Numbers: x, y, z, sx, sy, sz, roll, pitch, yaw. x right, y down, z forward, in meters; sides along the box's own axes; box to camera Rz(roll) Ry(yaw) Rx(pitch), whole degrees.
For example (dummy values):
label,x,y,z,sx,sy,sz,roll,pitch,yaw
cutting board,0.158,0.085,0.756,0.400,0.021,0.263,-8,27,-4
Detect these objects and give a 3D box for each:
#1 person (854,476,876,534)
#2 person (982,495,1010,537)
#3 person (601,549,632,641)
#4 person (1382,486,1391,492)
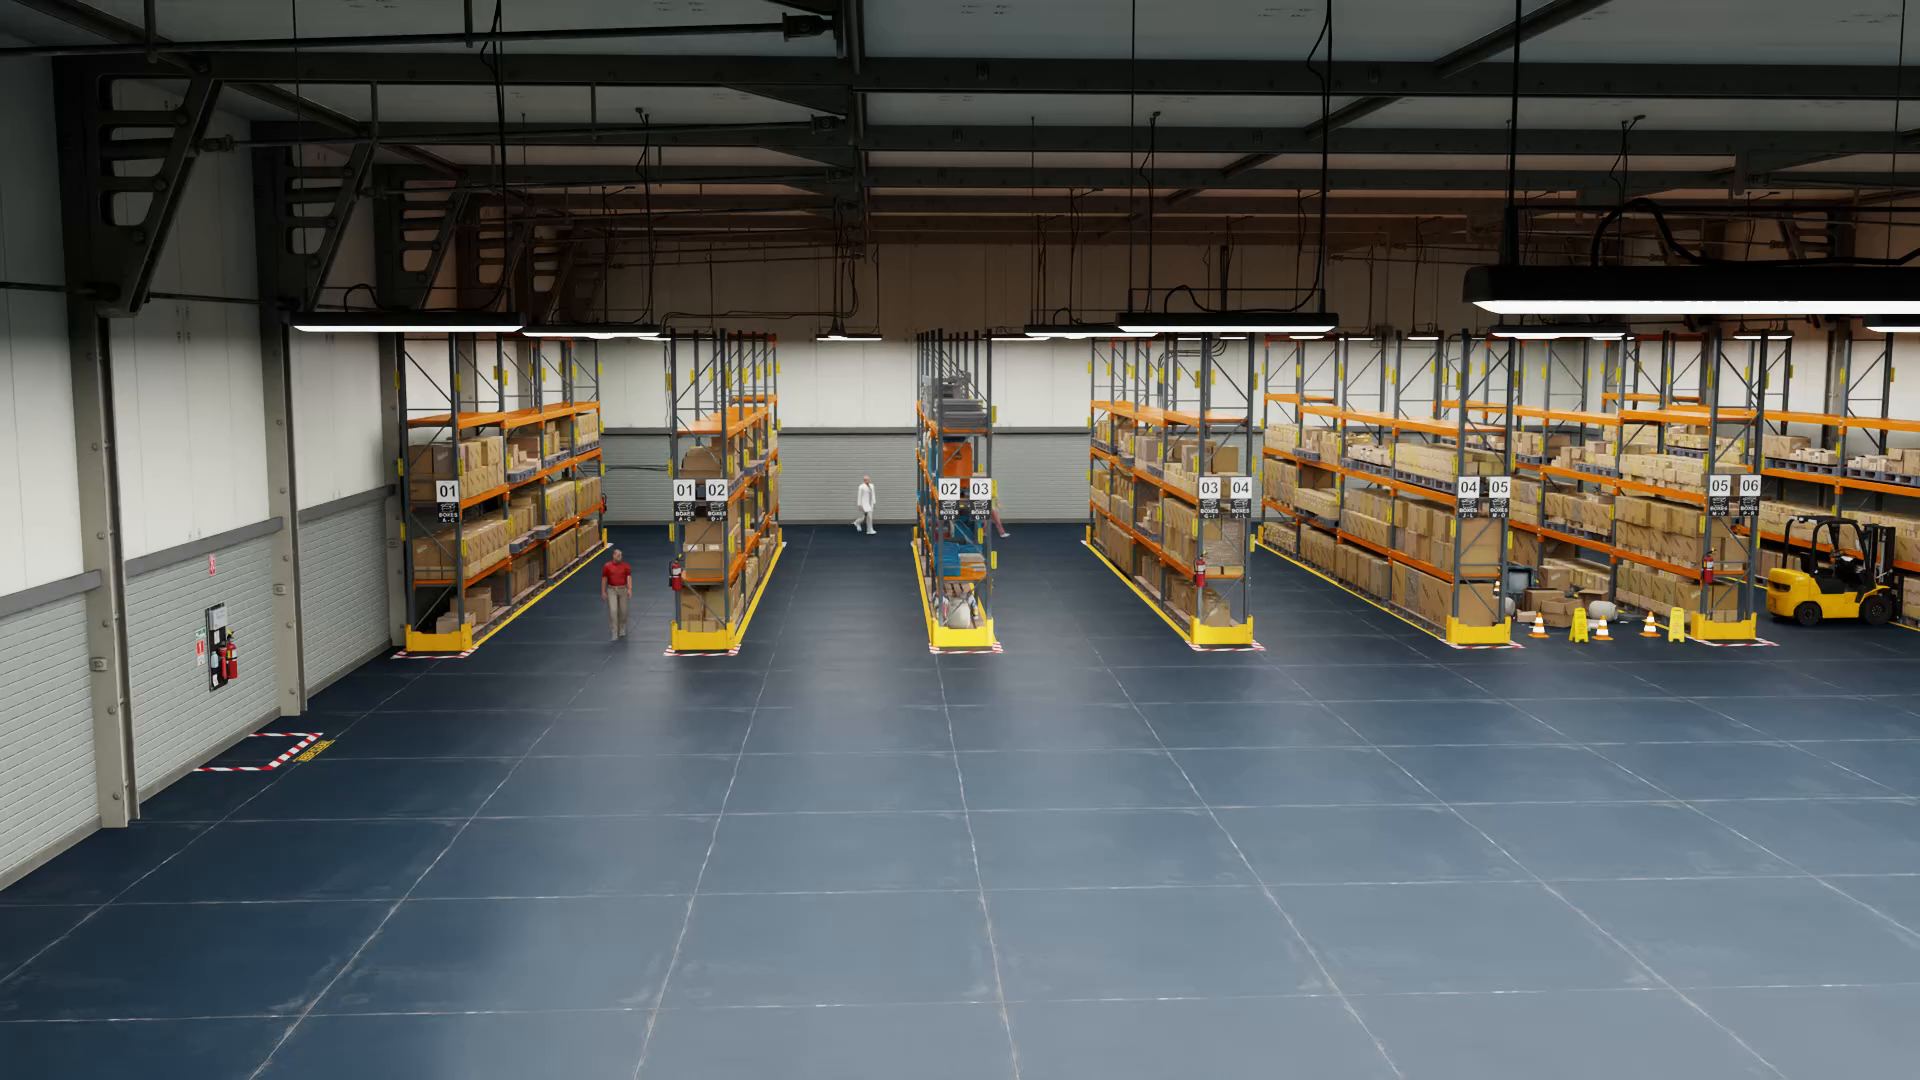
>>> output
label,x,y,z,sx,sy,sz,roll,pitch,yaw
person,-2.851,-1.076,50.204,0.947,1.749,0.567,5,8,34
person,1.040,-0.905,49.266,0.982,1.620,0.461,3,7,21
person,-6.656,1.069,32.470,0.566,1.731,0.769,-3,7,-25
person,12.063,-0.696,47.044,0.903,1.720,0.519,5,8,36
